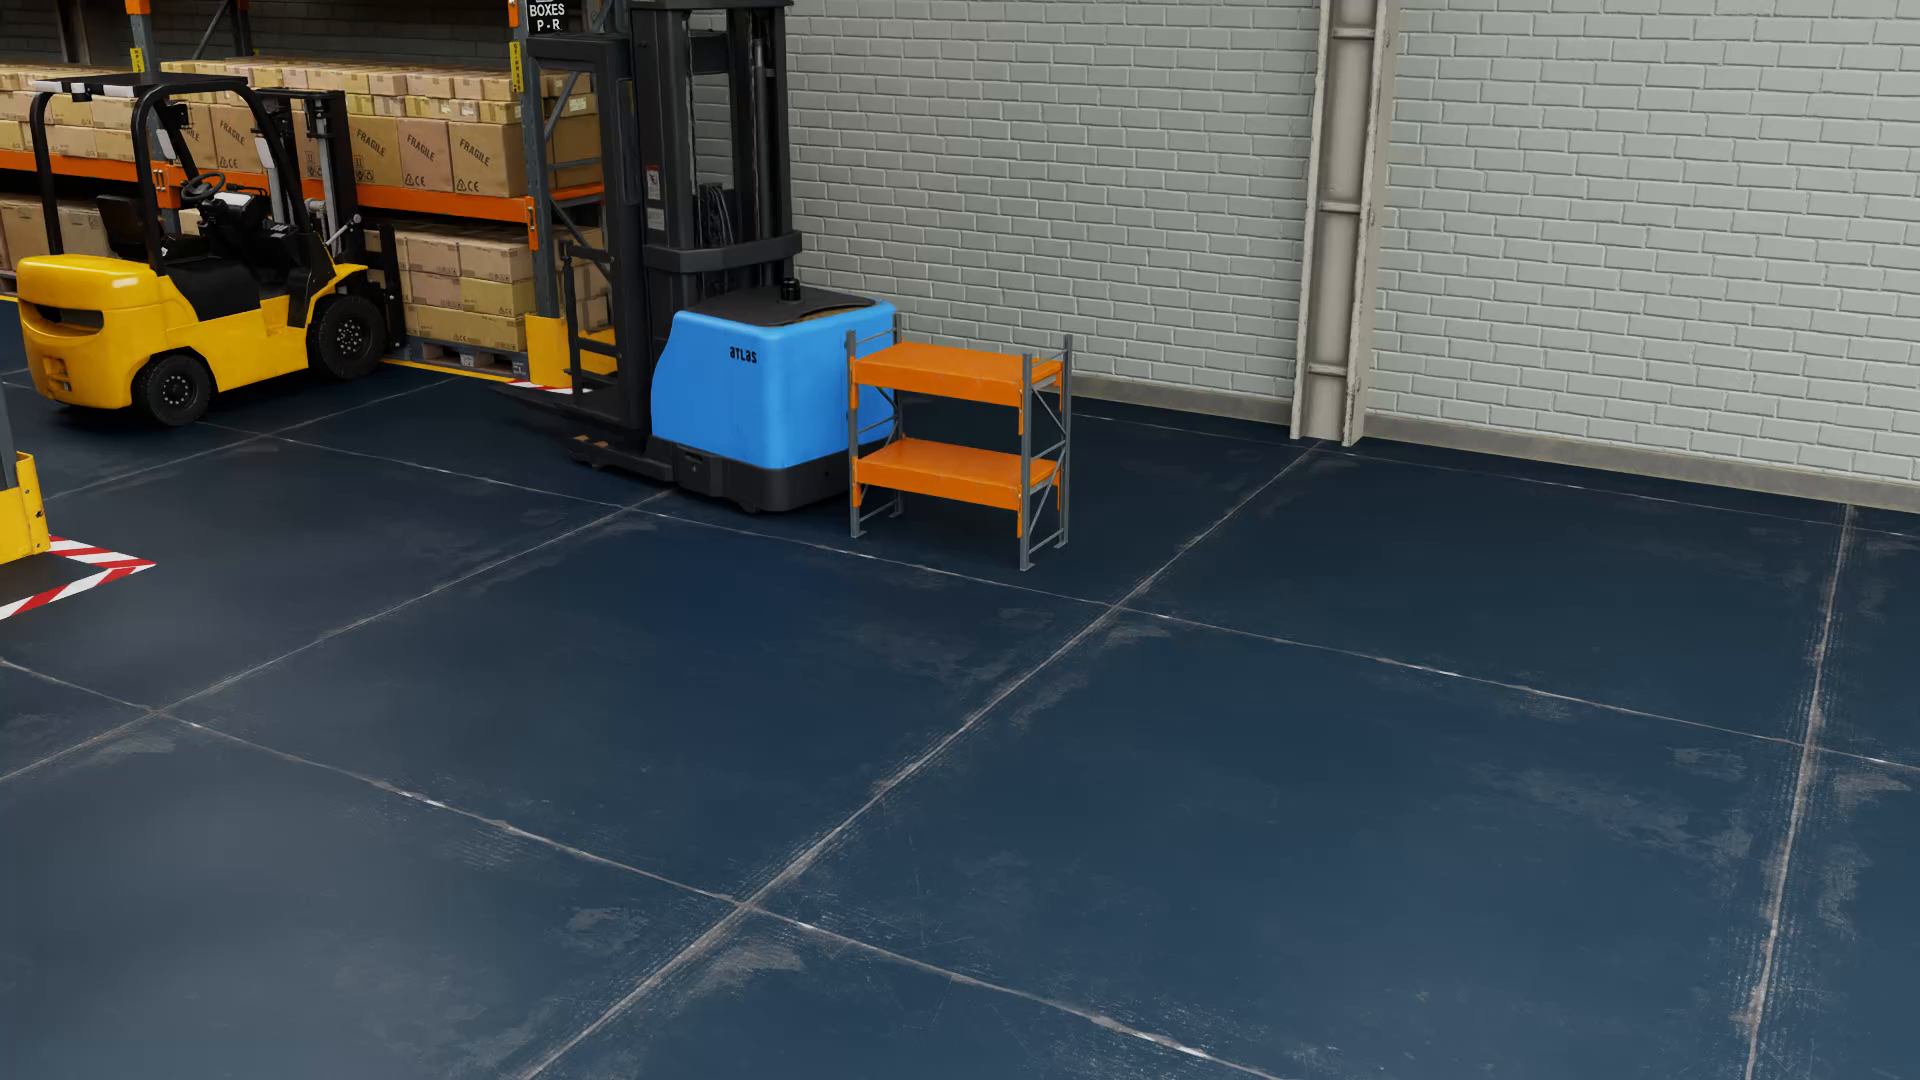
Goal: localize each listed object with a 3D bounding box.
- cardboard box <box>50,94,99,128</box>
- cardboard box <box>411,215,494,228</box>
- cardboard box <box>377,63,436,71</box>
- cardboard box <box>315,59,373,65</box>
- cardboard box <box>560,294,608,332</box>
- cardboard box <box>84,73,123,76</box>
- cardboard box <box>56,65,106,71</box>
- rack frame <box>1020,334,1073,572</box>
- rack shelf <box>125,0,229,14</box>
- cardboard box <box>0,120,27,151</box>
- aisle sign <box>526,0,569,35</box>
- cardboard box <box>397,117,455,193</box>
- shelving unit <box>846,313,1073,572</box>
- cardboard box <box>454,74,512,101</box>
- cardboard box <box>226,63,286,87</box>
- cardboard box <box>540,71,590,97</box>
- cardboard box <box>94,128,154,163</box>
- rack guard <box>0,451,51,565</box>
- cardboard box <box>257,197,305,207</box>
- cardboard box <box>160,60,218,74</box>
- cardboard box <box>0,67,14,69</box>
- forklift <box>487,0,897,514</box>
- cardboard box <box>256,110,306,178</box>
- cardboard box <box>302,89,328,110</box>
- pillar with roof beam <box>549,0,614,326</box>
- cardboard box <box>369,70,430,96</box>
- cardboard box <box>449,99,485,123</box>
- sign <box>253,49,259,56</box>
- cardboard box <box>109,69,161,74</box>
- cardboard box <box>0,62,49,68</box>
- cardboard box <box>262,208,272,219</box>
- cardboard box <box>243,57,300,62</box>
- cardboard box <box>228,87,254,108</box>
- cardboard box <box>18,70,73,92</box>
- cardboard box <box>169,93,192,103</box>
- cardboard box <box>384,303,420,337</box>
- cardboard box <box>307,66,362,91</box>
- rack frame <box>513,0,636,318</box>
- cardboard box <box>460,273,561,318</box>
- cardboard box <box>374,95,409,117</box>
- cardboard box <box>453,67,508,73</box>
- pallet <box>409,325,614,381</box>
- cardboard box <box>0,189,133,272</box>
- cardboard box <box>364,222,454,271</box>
[{"bbox_3d":[-7.207,-3.610,13.904,0.500,0.250,0.500,10,22,26],"label":"cardboard box"},{"bbox_3d":[-3.906,-2.371,12.952,0.500,0.250,0.500,11,22,27],"label":"cardboard box"},{"bbox_3d":[-4.234,-3.568,12.768,0.250,0.149,0.380,11,23,28],"label":"cardboard box"},{"bbox_3d":[-4.873,-3.719,13.184,0.250,0.149,0.380,10,22,26],"label":"cardboard box"},{"bbox_3d":[-3.042,-1.736,12.668,0.500,0.250,0.500,11,23,28],"label":"cardboard box"},{"bbox_3d":[-7.030,-3.793,13.824,0.250,0.149,0.380,11,23,27],"label":"cardboard box"},{"bbox_3d":[-7.712,-4.098,14.666,0.250,0.149,0.380,11,23,28],"label":"cardboard box"},{"bbox_3d":[0.438,-0.445,8.443,0.032,1.125,0.500,11,23,27],"label":"rack frame"},{"bbox_3d":[-7.947,-4.761,14.247,4.000,0.370,1.077,11,23,27],"label":"rack shelf"},{"bbox_3d":[-8.083,-3.549,14.470,0.500,0.250,0.500,12,23,29],"label":"cardboard box"},{"bbox_3d":[-2.795,-3.815,11.171,0.004,0.787,0.394,11,23,27],"label":"aisle sign"},{"bbox_3d":[-3.715,-2.831,12.124,0.500,0.500,0.500,12,23,29],"label":"cardboard box"},{"bbox_3d":[-0.006,-0.530,8.676,1.048,1.125,0.538,11,23,27],"label":"shelving unit"},{"bbox_3d":[-3.355,-3.211,11.785,0.250,0.149,0.380,11,23,27],"label":"cardboard box"},{"bbox_3d":[-5.393,-3.577,12.793,0.250,0.149,0.380,11,23,28],"label":"cardboard box"},{"bbox_3d":[-2.898,-3.302,12.036,0.250,0.149,0.380,10,22,26],"label":"cardboard box"},{"bbox_3d":[-6.769,-3.292,13.761,0.500,0.250,0.500,11,23,29],"label":"cardboard box"},{"bbox_3d":[-5.193,-0.050,8.271,0.348,0.500,1.175,11,23,27],"label":"rack guard"},{"bbox_3d":[-5.677,-2.707,13.879,0.500,0.250,0.500,11,23,28],"label":"cardboard box"},{"bbox_3d":[-6.067,-3.707,13.151,0.250,0.149,0.380,11,23,28],"label":"cardboard box"},{"bbox_3d":[-8.427,-4.021,14.454,0.250,0.149,0.380,11,23,28],"label":"cardboard box"},{"bbox_3d":[-1.781,-1.925,9.874,3.031,2.935,1.130,17,26,39],"label":"forklift"},{"bbox_3d":[-5.036,-3.086,12.828,0.500,0.500,0.500,11,22,27],"label":"cardboard box"},{"bbox_3d":[-4.711,-3.314,12.504,0.250,0.149,0.380,10,22,26],"label":"cardboard box"},{"bbox_3d":[-4.977,-4.614,8.388,0.400,9.000,9.100,11,23,27],"label":"pillar with roof beam"},{"bbox_3d":[-4.059,-3.321,12.087,0.250,0.149,0.380,11,23,29],"label":"cardboard box"},{"bbox_3d":[-3.386,-3.051,11.779,0.250,0.149,0.380,11,23,28],"label":"cardboard box"},{"bbox_3d":[-5.932,-3.966,14.014,0.005,0.325,0.100,11,23,27],"label":"sign"},{"bbox_3d":[-7.063,-3.969,14.310,0.250,0.149,0.380,11,22,27],"label":"cardboard box"},{"bbox_3d":[-8.393,-4.221,15.006,0.250,0.149,0.380,11,22,27],"label":"cardboard box"},{"bbox_3d":[-5.490,-2.469,13.224,0.500,0.250,0.500,11,23,27],"label":"cardboard box"},{"bbox_3d":[-5.576,-3.831,13.493,0.250,0.149,0.380,10,22,26],"label":"cardboard box"},{"bbox_3d":[-5.404,-3.436,12.841,0.250,0.149,0.380,11,23,28],"label":"cardboard box"},{"bbox_3d":[-7.737,-3.903,14.127,0.250,0.149,0.380,11,23,28],"label":"cardboard box"},{"bbox_3d":[-6.051,-3.577,13.229,0.250,0.149,0.380,10,22,26],"label":"cardboard box"},{"bbox_3d":[-4.135,-1.751,12.711,0.500,0.250,0.500,11,23,28],"label":"cardboard box"},{"bbox_3d":[-4.678,-3.480,12.526,0.250,0.149,0.380,11,23,28],"label":"cardboard box"},{"bbox_3d":[-2.709,-2.691,11.885,0.127,3.000,1.000,11,23,27],"label":"rack frame"},{"bbox_3d":[-3.286,-1.819,12.164,0.500,0.250,0.500,10,22,27],"label":"cardboard box"},{"bbox_3d":[-4.050,-3.187,12.155,0.250,0.149,0.380,10,22,26],"label":"cardboard box"},{"bbox_3d":[-3.556,-3.441,12.419,0.250,0.149,0.380,11,23,28],"label":"cardboard box"},{"bbox_3d":[-3.397,-1.495,12.677,1.213,0.211,1.003,11,23,27],"label":"pallet"},{"bbox_3d":[-7.993,-2.777,14.987,0.625,0.625,0.875,10,22,25],"label":"cardboard box"},{"bbox_3d":[-4.157,-2.214,12.519,0.500,0.250,0.500,11,23,28],"label":"cardboard box"}]
